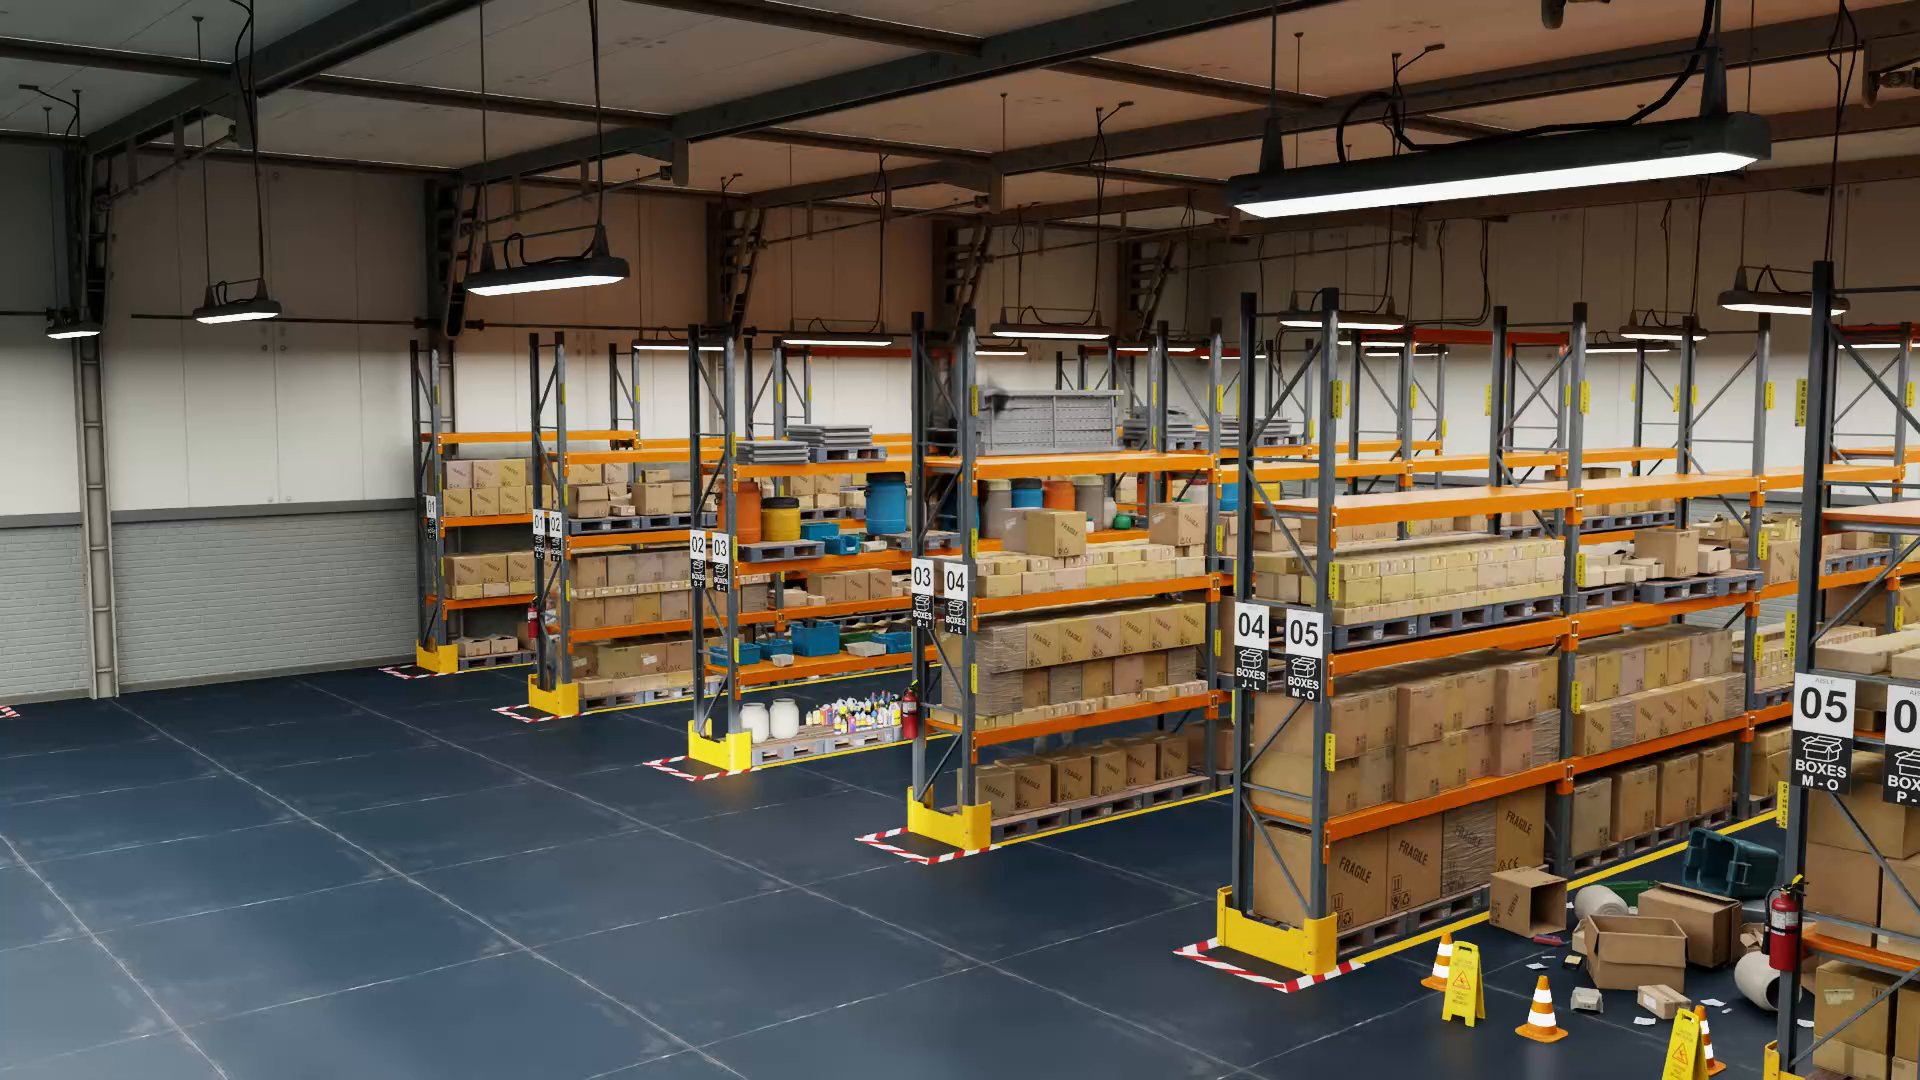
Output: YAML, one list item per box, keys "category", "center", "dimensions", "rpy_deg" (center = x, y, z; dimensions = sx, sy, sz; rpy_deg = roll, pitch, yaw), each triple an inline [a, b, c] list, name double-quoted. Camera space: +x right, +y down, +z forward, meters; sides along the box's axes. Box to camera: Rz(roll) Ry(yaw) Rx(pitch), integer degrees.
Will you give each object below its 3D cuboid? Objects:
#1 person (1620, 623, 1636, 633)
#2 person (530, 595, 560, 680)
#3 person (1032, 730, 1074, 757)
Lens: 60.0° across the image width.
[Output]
- category: "person"
  center: [9.932, 2.042, 24.861]
  dimensions: [0.560, 1.647, 0.614]
  rpy_deg: [-5, 7, -43]
- category: "person"
  center: [-6.974, 1.737, 28.223]
  dimensions: [0.608, 1.649, 0.613]
  rpy_deg: [4, 7, 38]
- category: "person"
  center: [1.172, 2.005, 21.840]
  dimensions: [0.633, 1.918, 0.732]
  rpy_deg: [5, 7, 44]
